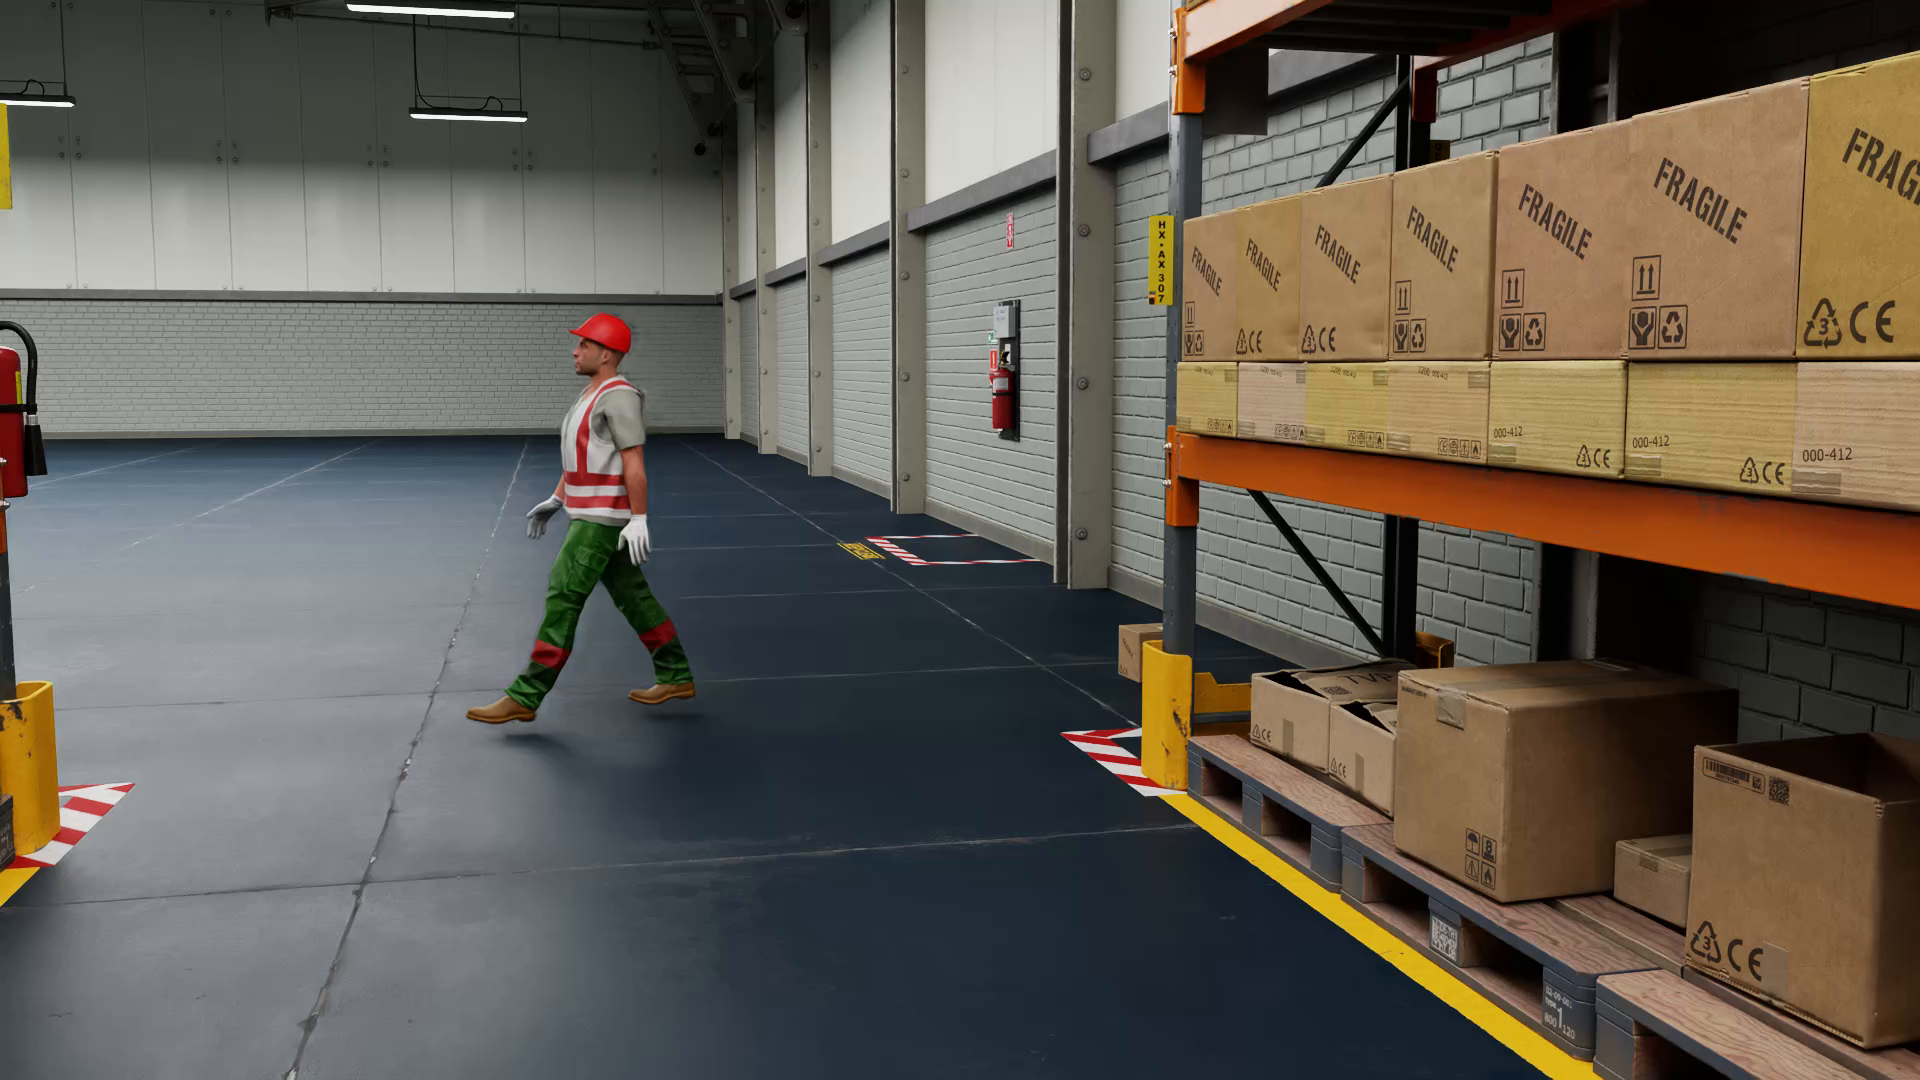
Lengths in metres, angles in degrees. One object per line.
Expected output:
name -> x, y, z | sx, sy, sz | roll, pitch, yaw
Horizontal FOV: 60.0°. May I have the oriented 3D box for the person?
person -> -1.652, -0.109, 7.198 | 1.011, 1.734, 0.589 | -2, 6, -22
